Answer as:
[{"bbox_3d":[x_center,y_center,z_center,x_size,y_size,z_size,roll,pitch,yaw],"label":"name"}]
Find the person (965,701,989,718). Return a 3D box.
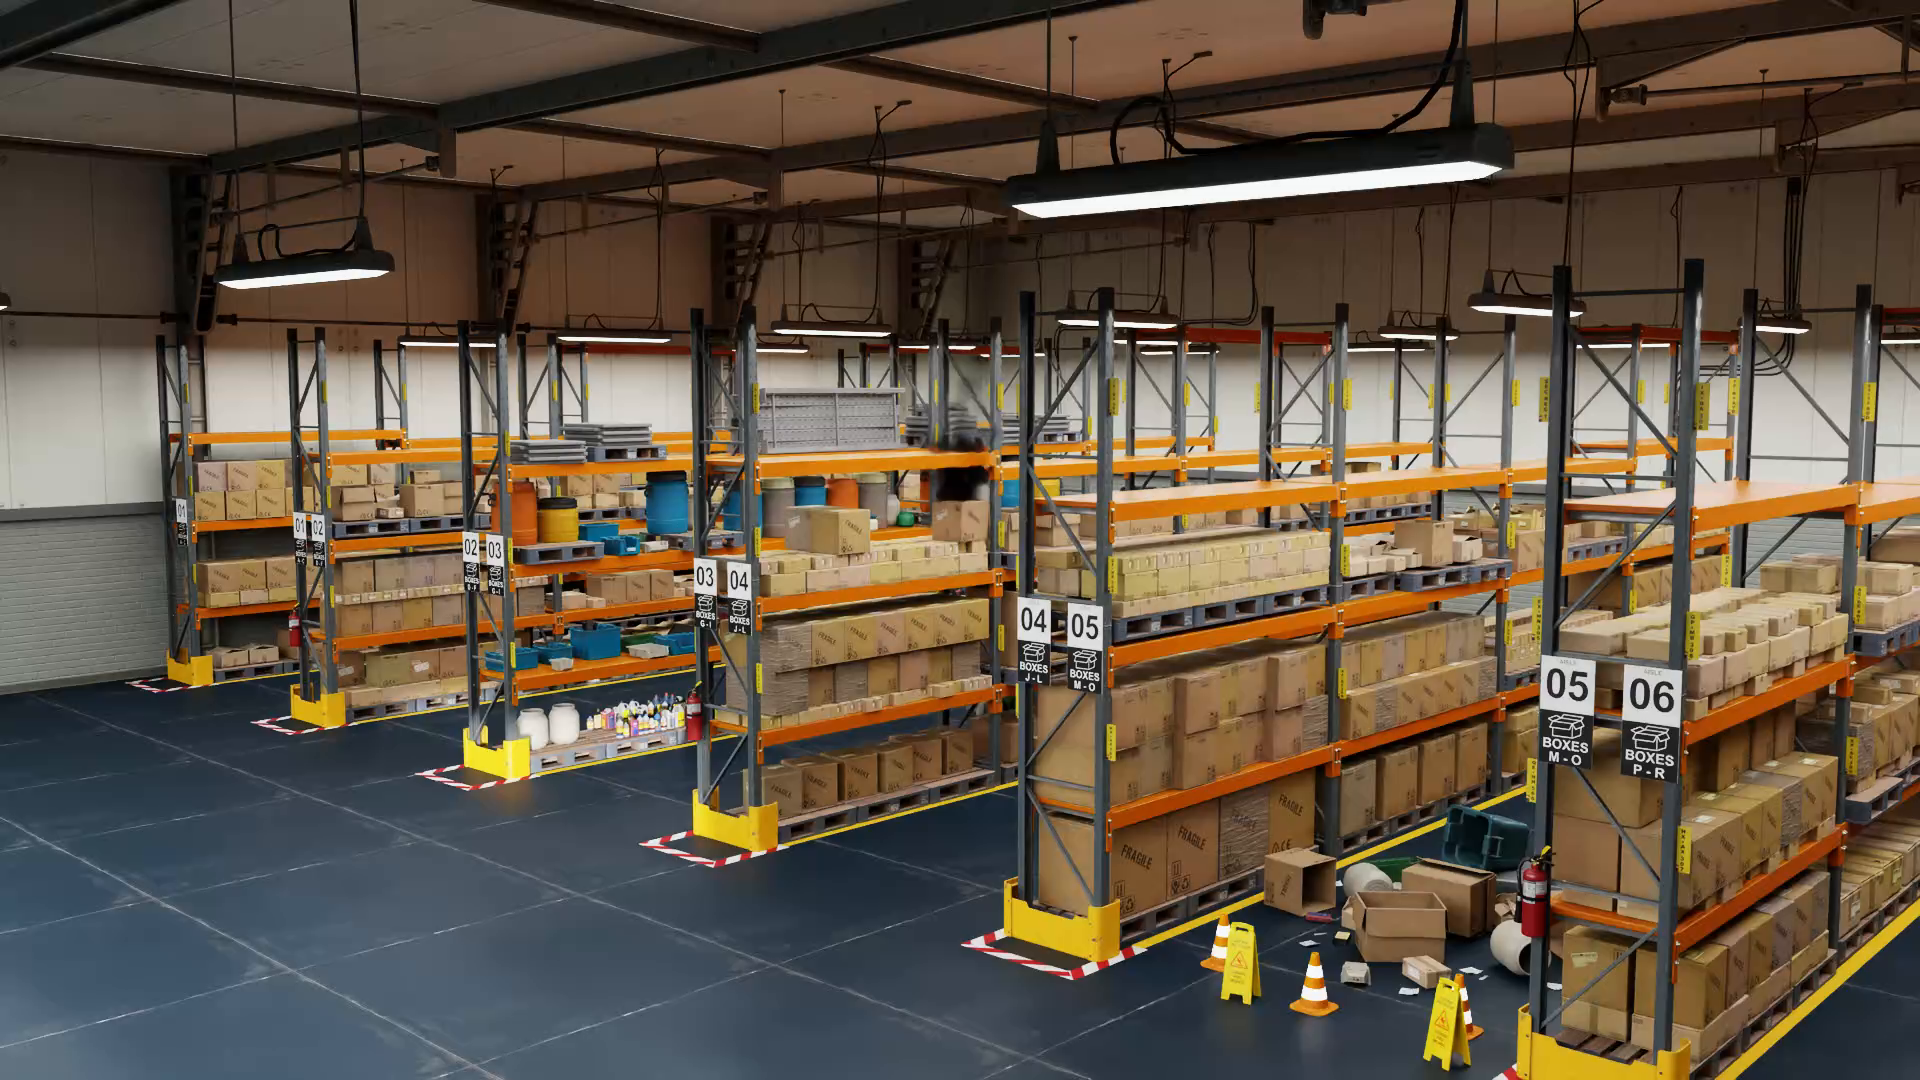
[{"bbox_3d":[0.313,2.098,23.902,0.614,1.648,0.550,4,7,37],"label":"person"}]

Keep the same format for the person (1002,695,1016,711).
[{"bbox_3d":[0.713,1.985,24.427,0.633,1.741,0.620,3,6,32],"label":"person"}]
